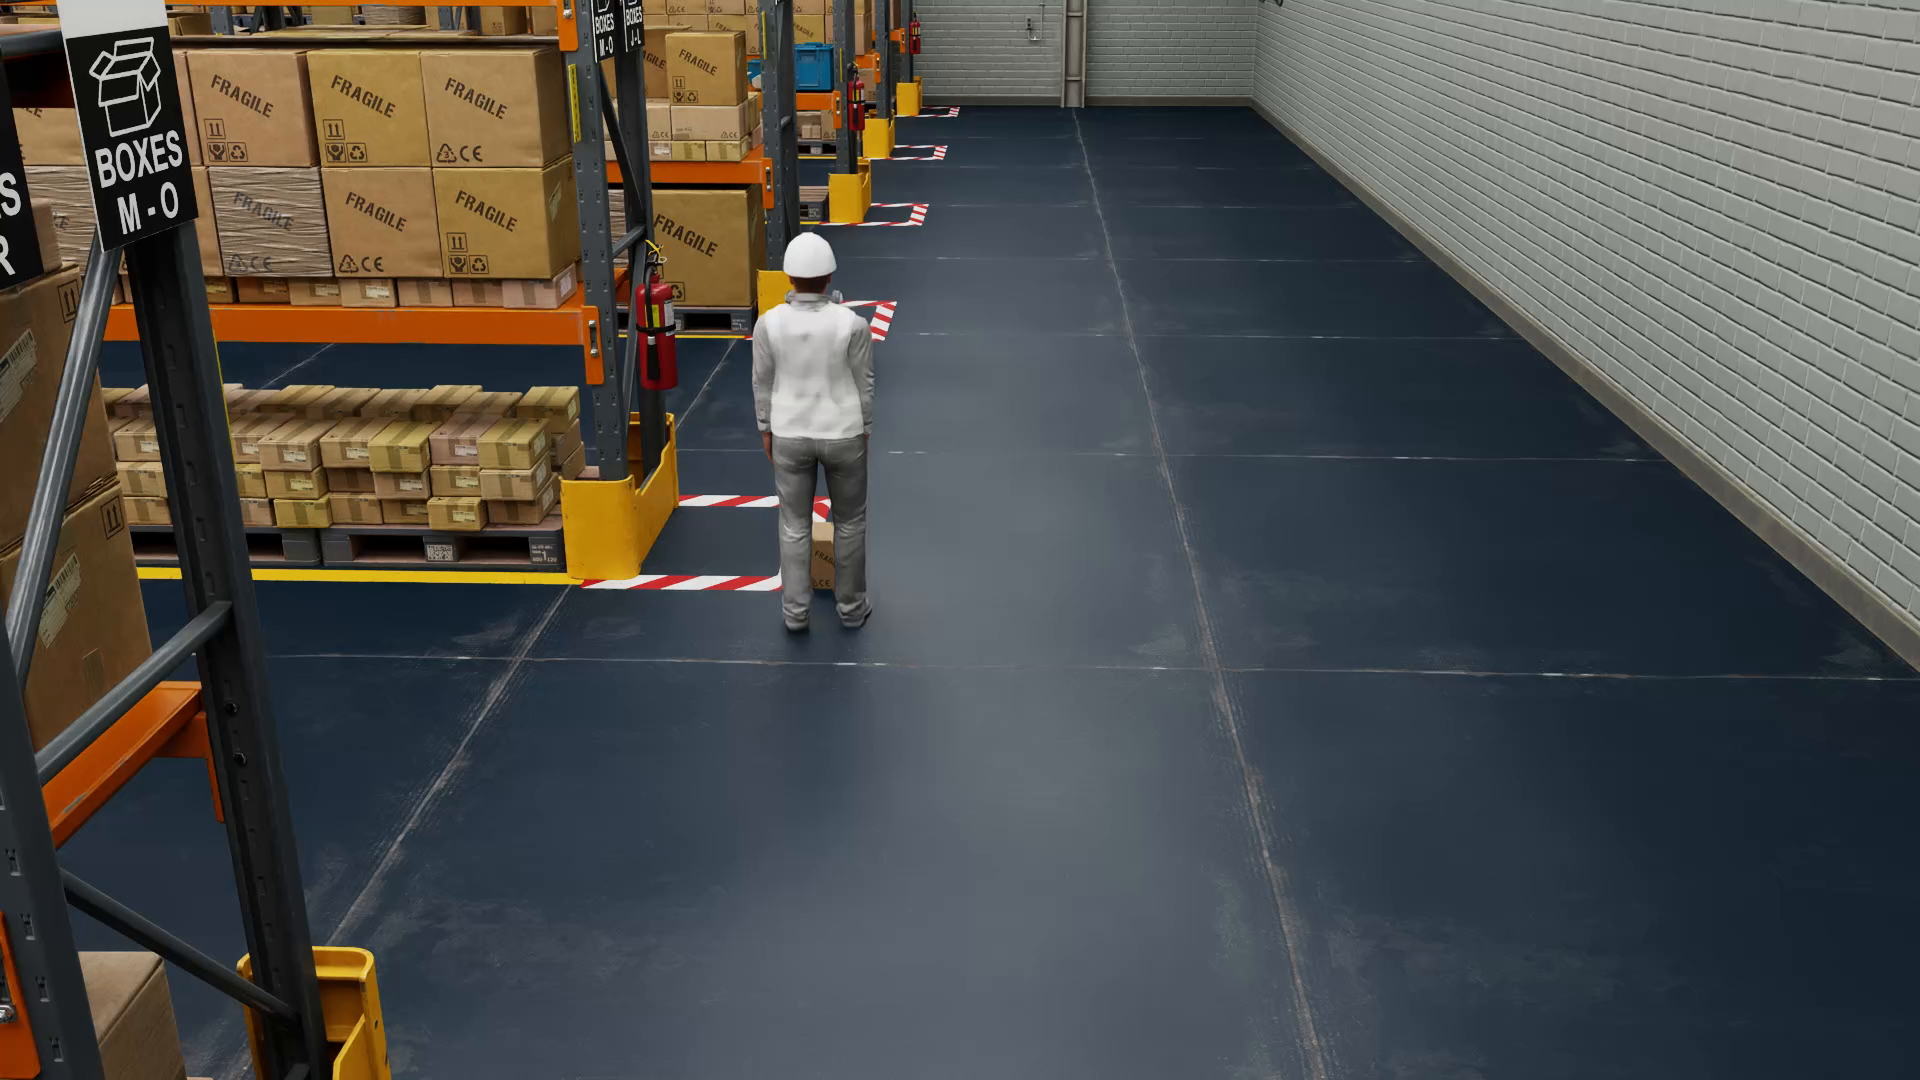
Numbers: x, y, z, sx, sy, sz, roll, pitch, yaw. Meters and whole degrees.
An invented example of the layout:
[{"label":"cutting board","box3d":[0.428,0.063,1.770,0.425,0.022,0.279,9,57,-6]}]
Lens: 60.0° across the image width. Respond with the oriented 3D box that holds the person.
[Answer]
[{"label":"person","box3d":[-0.633,-0.465,7.295,0.531,1.772,0.359,1,21,3]}]
